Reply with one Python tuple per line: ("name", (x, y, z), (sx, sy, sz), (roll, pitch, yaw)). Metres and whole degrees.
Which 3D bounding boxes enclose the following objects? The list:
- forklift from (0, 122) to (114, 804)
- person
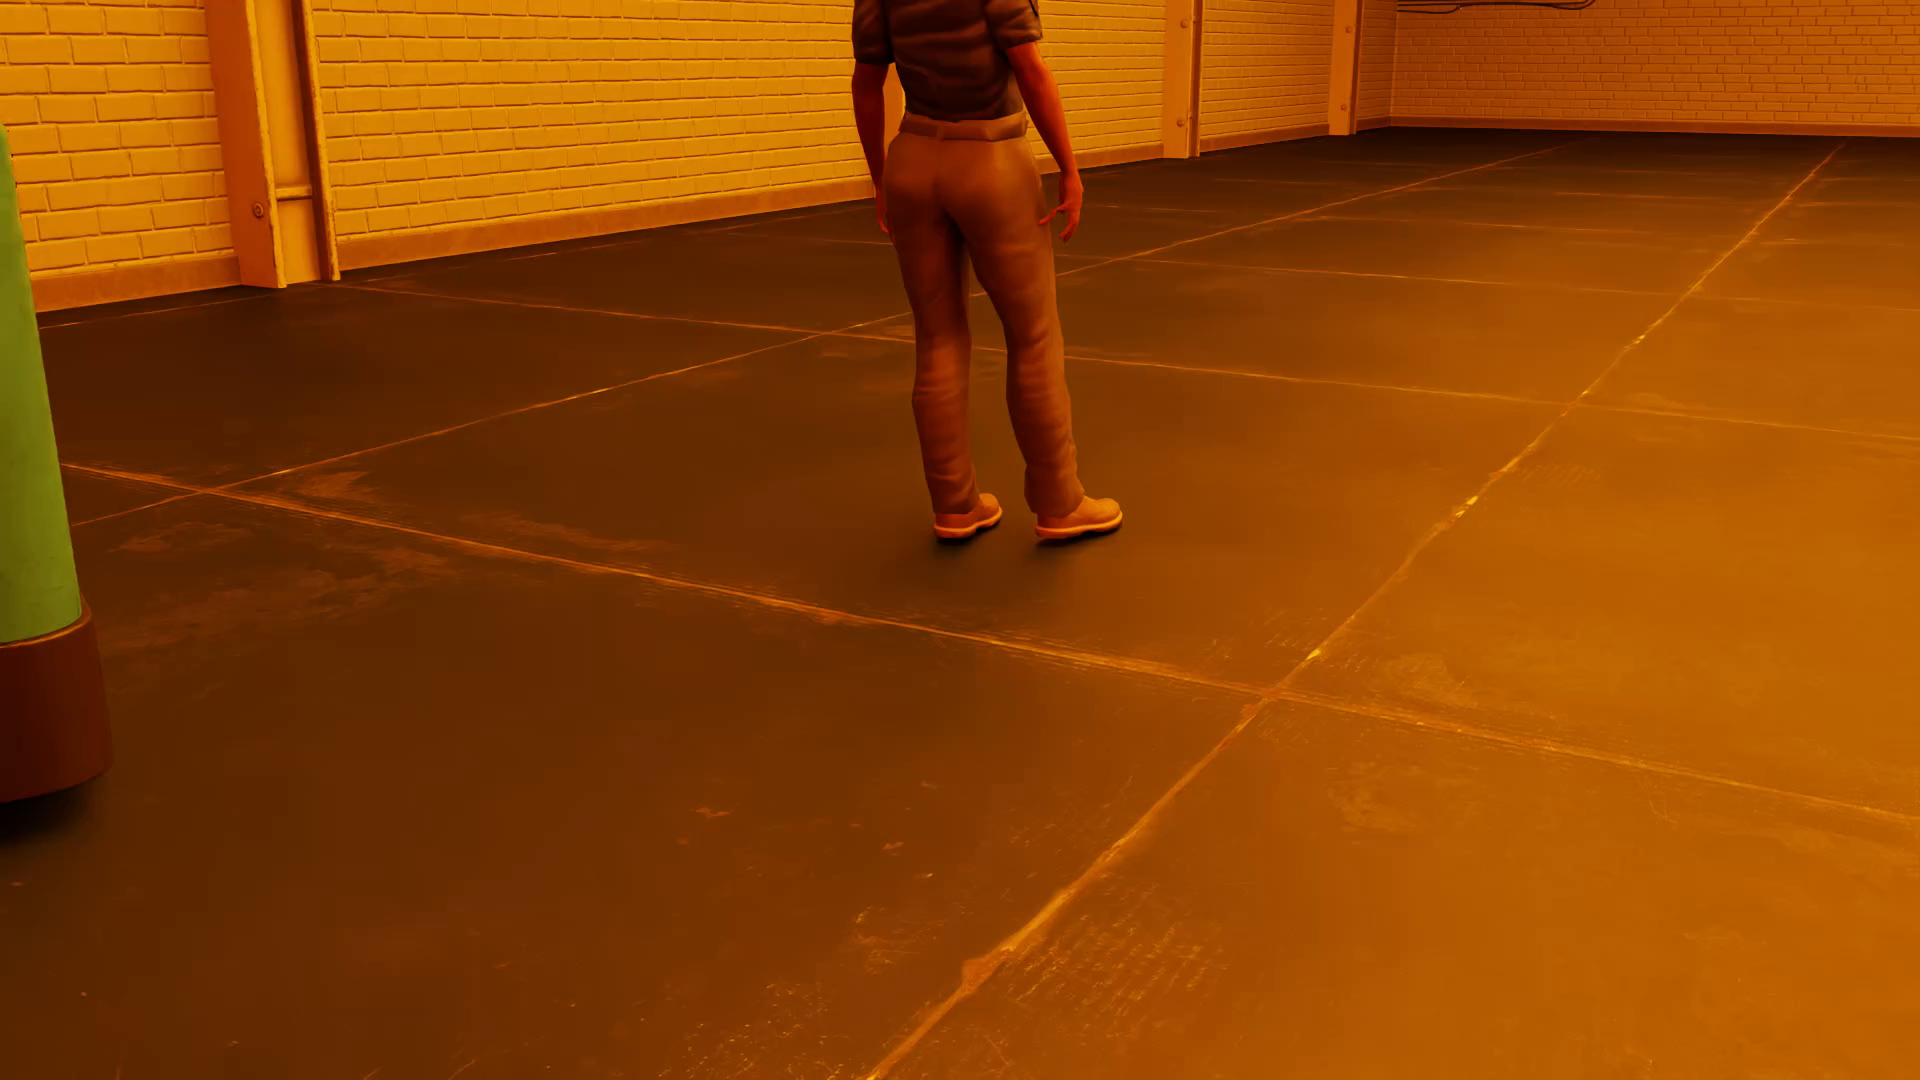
("forklift", (-2.831, -0.857, 1.763), (3.031, 2.935, 1.130), (-11, 20, -32))
("person", (0.060, -0.819, 3.869), (0.570, 1.654, 0.504), (9, 19, 28))
